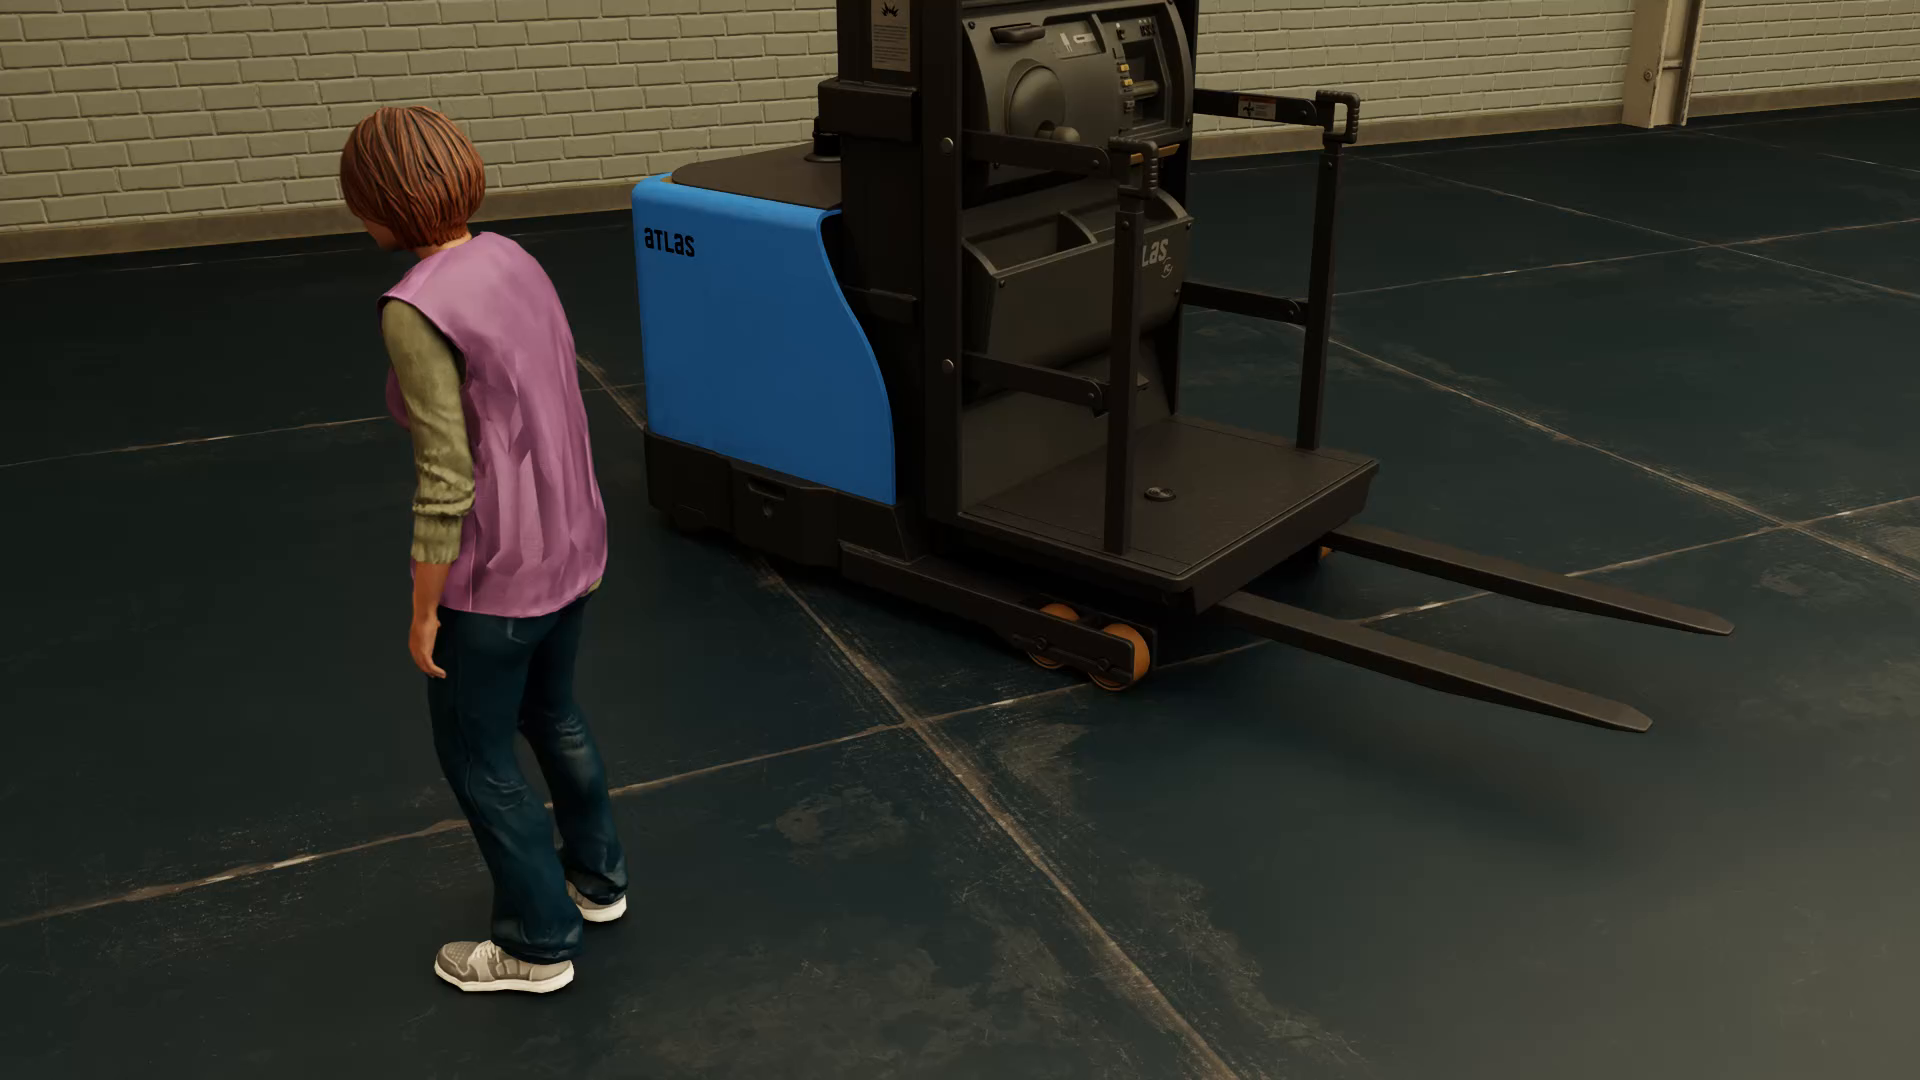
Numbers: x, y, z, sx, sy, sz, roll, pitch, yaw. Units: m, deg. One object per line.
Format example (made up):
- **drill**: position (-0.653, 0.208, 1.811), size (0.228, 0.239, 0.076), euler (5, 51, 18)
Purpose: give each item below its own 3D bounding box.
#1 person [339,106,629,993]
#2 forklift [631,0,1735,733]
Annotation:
- **person**: position (-0.795, 0.059, 2.890), size (0.345, 1.592, 0.480), euler (7, 23, 16)
- **forklift**: position (0.489, -1.203, 4.182), size (3.031, 2.935, 1.130), euler (17, 28, 35)
